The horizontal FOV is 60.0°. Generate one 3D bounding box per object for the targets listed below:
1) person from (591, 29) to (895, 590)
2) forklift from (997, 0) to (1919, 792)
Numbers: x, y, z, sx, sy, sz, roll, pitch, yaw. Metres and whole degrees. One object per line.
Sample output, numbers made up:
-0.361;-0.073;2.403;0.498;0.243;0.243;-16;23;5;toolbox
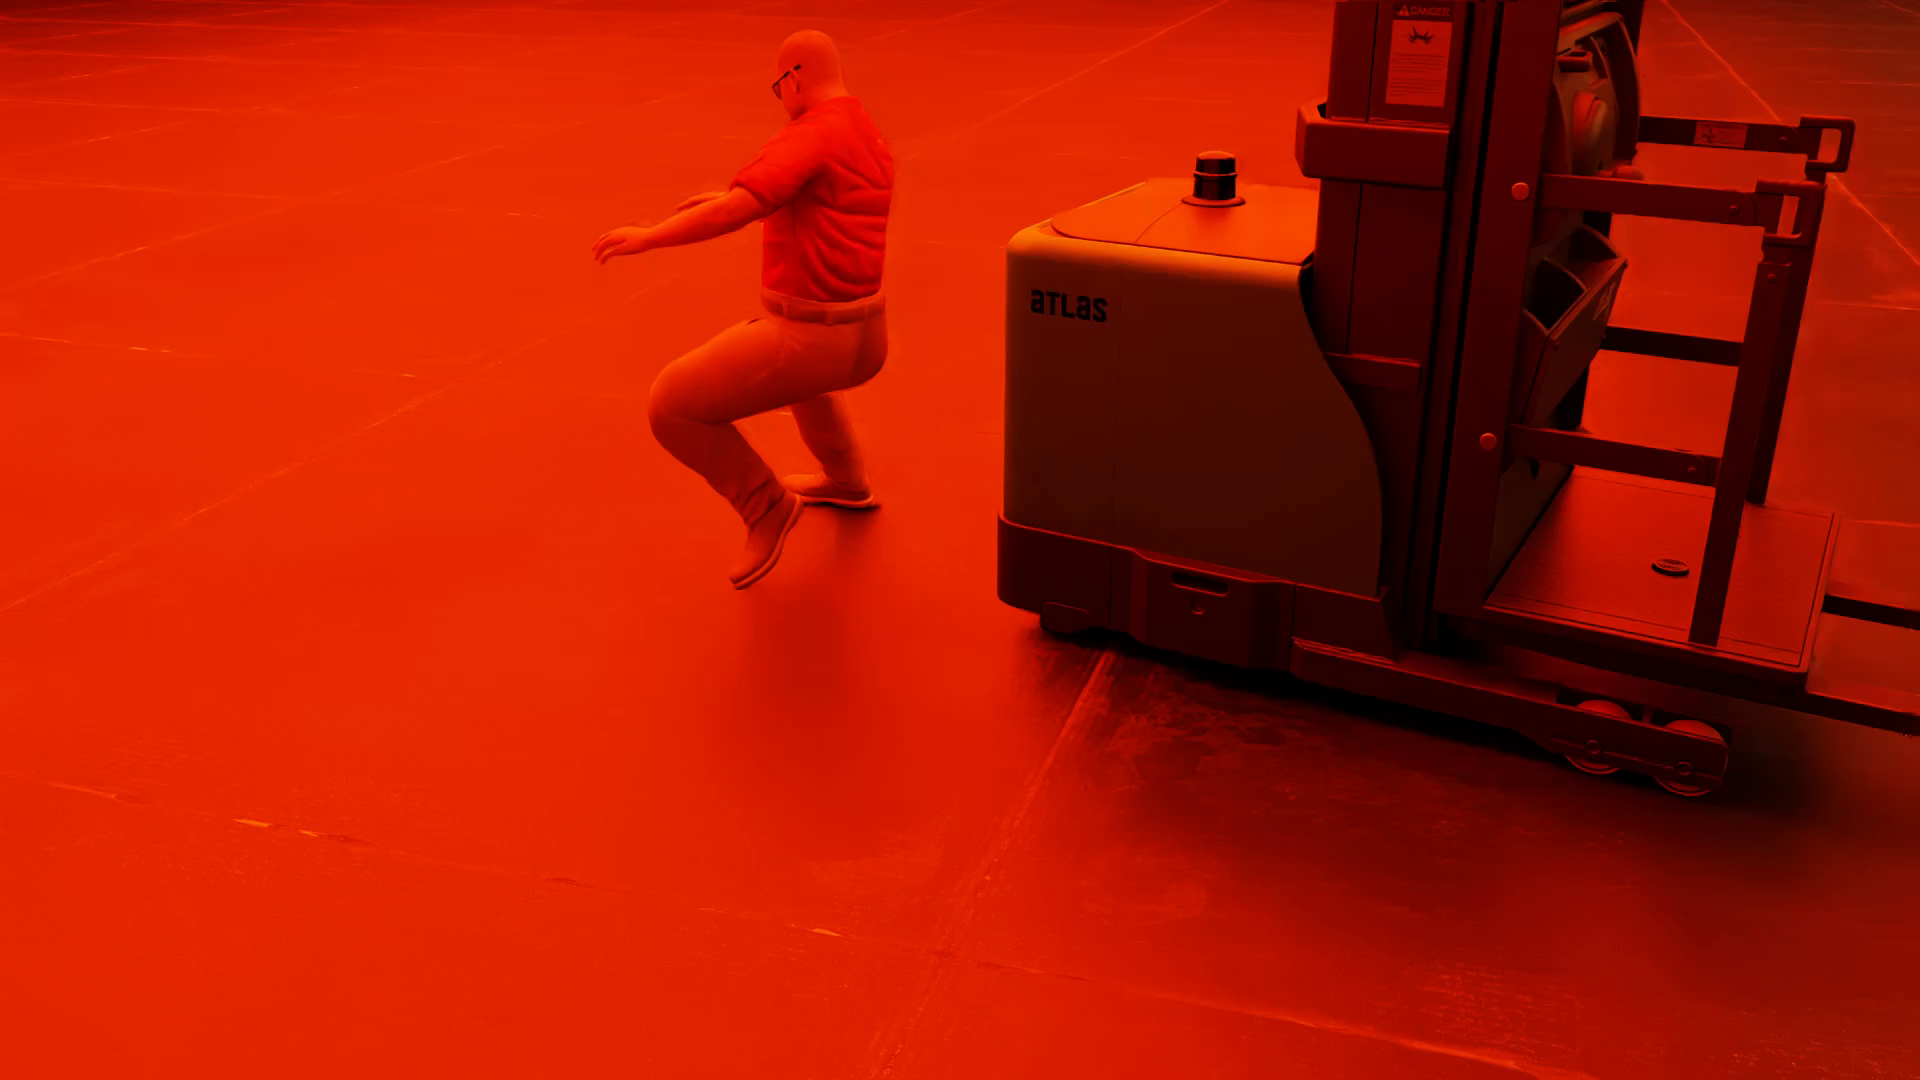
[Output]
-0.569;-0.674;4.777;0.738;1.522;0.950;12;25;27;person
1.638;-1.012;3.732;3.031;2.935;1.130;12;25;27;forklift
